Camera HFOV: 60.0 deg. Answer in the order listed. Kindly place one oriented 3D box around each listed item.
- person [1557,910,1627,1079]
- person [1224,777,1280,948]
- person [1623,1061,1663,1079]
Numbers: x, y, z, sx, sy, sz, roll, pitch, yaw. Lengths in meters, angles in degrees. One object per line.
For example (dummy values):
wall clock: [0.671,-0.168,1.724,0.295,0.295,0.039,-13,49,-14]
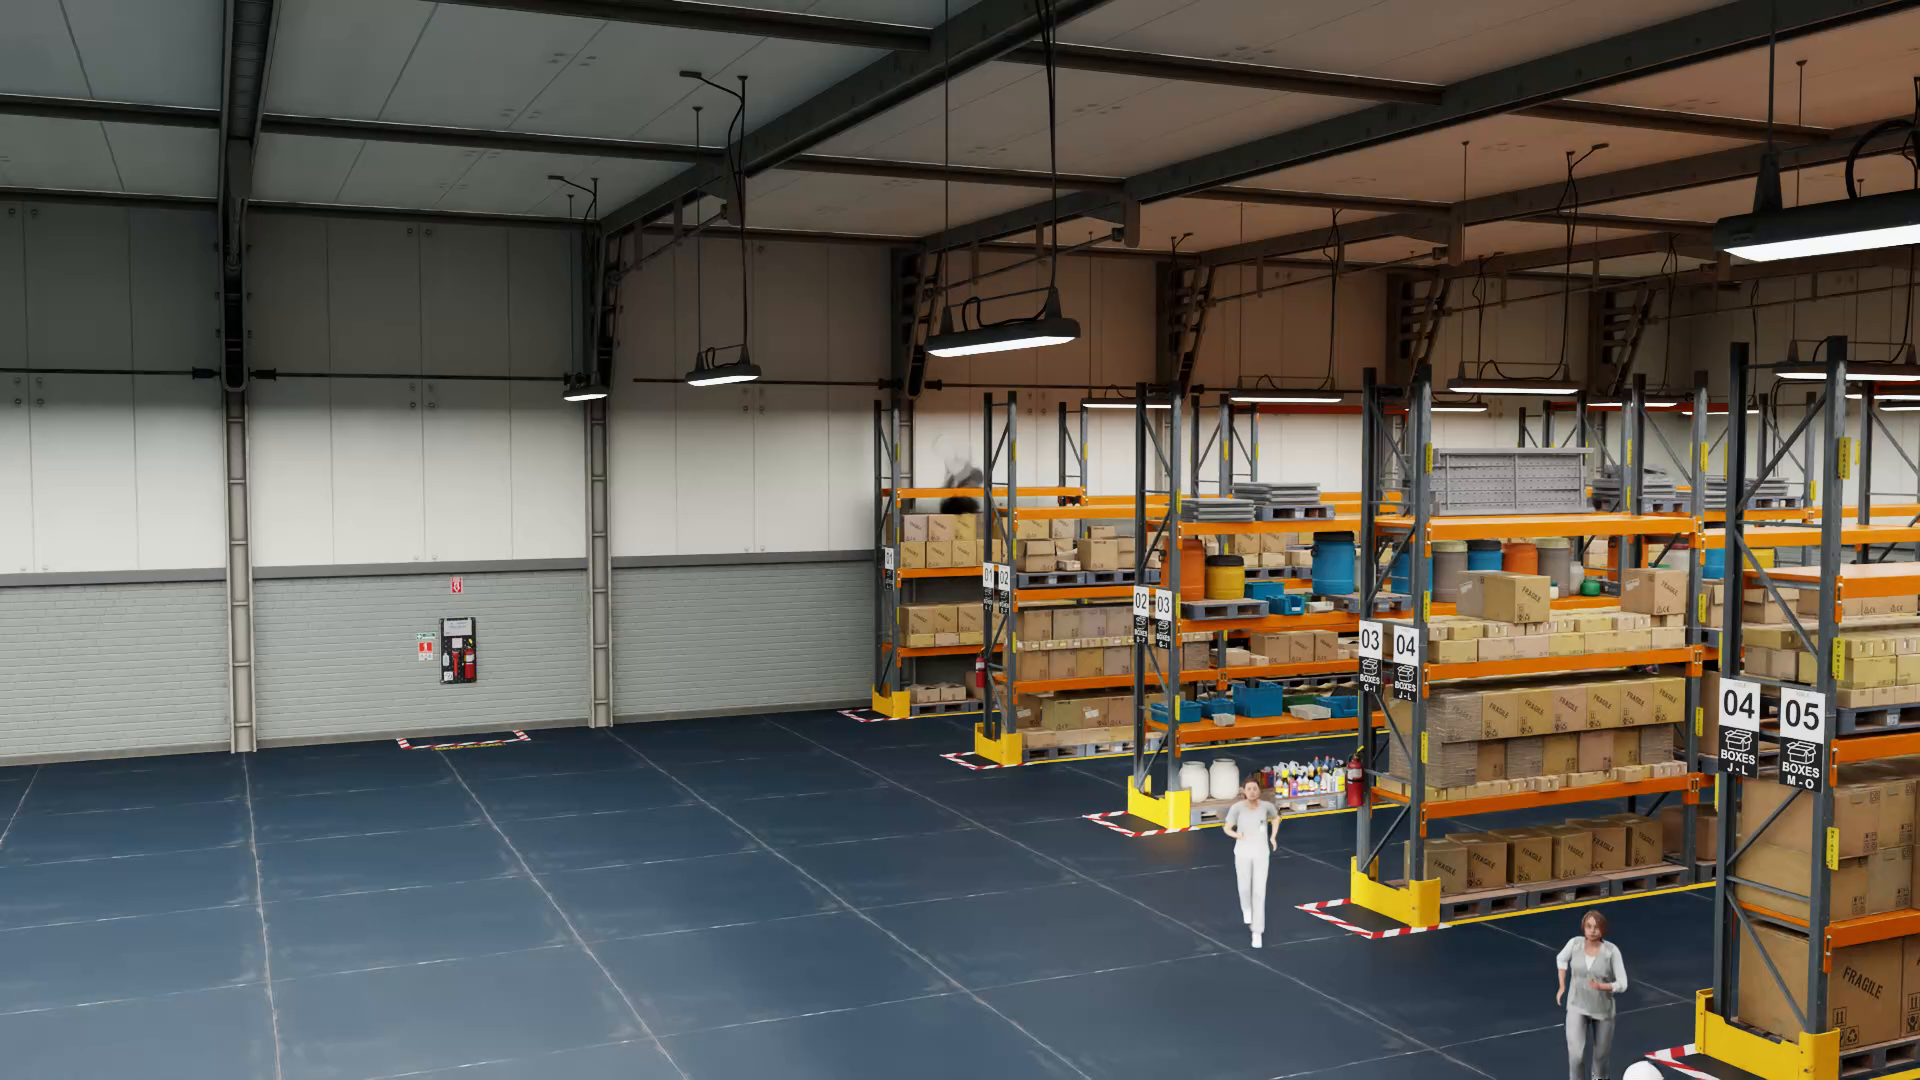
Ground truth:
person: [4.794,3.614,12.647,0.513,1.635,0.758,1,4,23]
person: [3.034,3.297,17.307,0.577,1.643,0.991,1,3,10]
person: [3.824,3.757,9.347,0.646,1.745,0.818,1,4,20]
